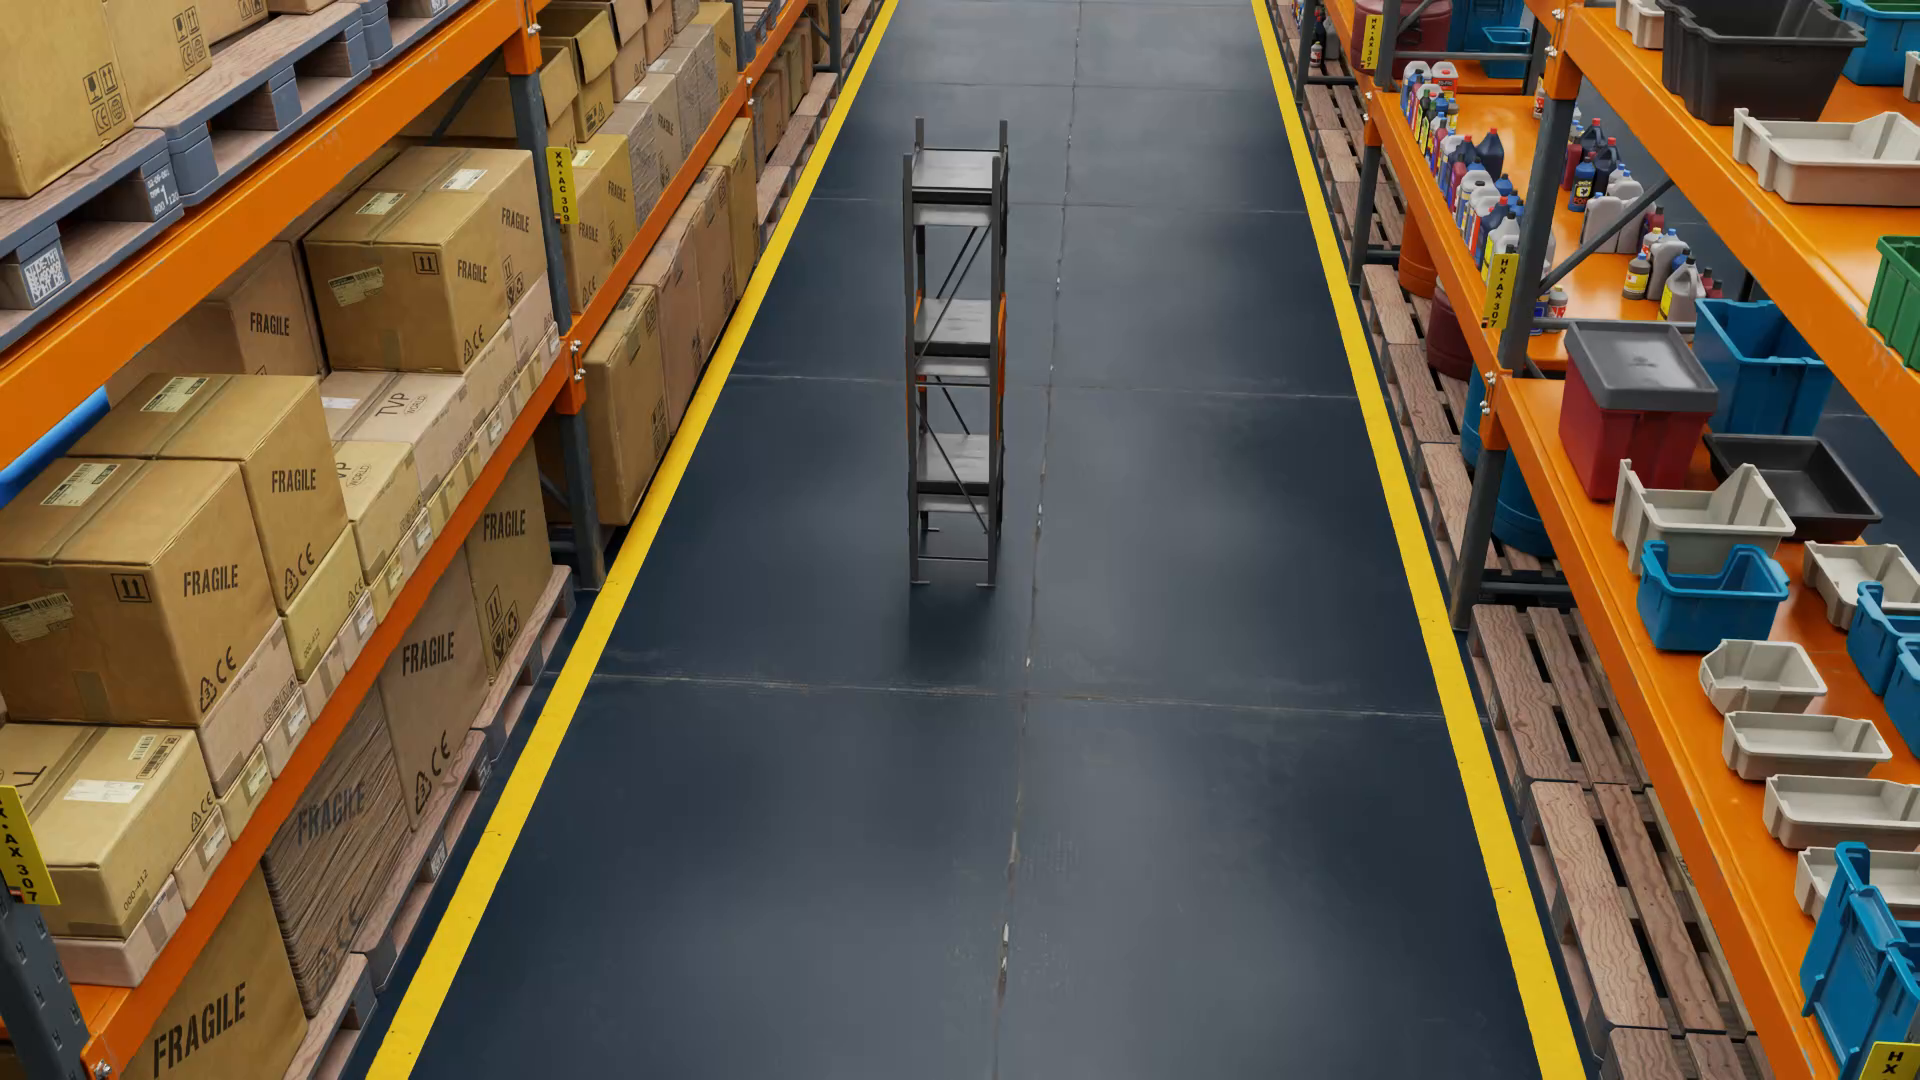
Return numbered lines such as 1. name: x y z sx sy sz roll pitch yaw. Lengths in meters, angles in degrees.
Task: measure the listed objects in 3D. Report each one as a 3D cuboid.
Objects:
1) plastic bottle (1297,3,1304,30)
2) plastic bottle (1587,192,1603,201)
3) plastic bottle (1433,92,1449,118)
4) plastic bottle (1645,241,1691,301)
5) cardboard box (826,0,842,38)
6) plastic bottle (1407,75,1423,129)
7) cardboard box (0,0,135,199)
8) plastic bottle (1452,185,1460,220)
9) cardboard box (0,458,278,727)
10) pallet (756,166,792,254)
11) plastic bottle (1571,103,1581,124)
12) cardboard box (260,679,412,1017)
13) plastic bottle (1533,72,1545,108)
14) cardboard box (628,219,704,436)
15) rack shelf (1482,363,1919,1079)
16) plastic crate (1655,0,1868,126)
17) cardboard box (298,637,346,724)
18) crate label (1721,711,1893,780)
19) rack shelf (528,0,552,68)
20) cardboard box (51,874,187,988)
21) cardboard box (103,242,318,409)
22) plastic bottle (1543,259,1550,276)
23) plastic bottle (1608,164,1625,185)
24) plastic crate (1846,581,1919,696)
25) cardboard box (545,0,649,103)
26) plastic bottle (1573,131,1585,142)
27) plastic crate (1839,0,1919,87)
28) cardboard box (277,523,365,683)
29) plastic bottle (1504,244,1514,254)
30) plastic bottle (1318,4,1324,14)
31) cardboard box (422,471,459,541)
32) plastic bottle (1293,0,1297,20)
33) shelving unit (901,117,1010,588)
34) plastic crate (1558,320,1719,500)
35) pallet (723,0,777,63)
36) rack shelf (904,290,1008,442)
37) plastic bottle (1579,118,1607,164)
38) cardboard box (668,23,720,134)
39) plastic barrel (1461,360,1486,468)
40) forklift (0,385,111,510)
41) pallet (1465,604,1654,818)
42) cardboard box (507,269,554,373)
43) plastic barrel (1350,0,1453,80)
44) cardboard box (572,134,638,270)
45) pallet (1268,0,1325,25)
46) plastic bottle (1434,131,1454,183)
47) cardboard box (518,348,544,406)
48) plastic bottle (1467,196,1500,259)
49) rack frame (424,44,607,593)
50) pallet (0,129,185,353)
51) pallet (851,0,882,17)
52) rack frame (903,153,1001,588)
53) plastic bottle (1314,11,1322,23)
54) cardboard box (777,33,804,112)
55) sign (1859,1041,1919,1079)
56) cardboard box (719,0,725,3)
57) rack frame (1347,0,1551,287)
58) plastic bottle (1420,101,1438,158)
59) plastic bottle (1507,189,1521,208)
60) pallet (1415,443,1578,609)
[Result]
1. plastic bottle: 3.211 -4.897 15.518 0.097 0.271 0.097 0 32 0
2. plastic bottle: 3.130 -1.610 8.193 0.097 0.201 0.097 0 32 0
3. plastic bottle: 2.699 -2.389 9.389 0.097 0.271 0.097 0 32 0
4. plastic bottle: 3.192 -1.232 7.509 0.152 0.276 0.135 2 32 4
5. cardboard box: -1.429 -4.885 15.300 0.500 0.500 0.500 13 34 19
6. plastic bottle: 2.641 -2.528 9.604 0.061 0.283 0.133 2 32 4
7. cardboard box: -2.363 -1.092 3.713 0.700 0.500 0.500 1 32 2
8. plastic bottle: 2.537 -1.712 8.358 0.097 0.201 0.097 0 32 0
9. cardboard box: -2.169 0.129 4.326 0.500 0.500 0.500 2 32 3
10. pallet: -1.801 -2.393 11.931 1.003 0.211 1.213 2 32 4
11. plastic bottle: 3.384 -2.291 9.232 0.097 0.271 0.097 0 32 0
12. cardboard box: -2.471 0.924 5.517 0.875 0.875 0.875 2 32 4
13. plastic bottle: 3.462 -2.680 9.851 0.061 0.283 0.133 2 32 4
14. cardboard box: -2.088 -1.157 8.893 1.225 0.875 0.875 1 32 2
15. rack shelf: 2.582 0.484 5.291 1.077 0.370 4.000 2 32 4
16. plastic crate: 2.370 -1.452 5.012 0.497 0.269 0.590 2 32 4
17. cardboard box: -2.078 0.410 4.965 0.380 0.149 0.250 2 32 3
18. crate label: 2.341 0.578 4.647 0.396 0.136 0.243 2 32 4
19. rack shelf: -2.029 -3.096 8.242 1.077 0.370 4.000 2 32 4
20. cardboard box: -2.160 0.947 4.093 0.380 0.149 0.250 3 32 5
21. cardboard box: -2.571 -0.693 5.660 0.500 0.500 0.500 1 32 2
22. plastic bottle: 2.610 -1.199 7.526 0.097 0.201 0.097 0 32 0
23. plastic bottle: 3.301 -1.755 8.361 0.097 0.271 0.097 0 32 0
24. plastic crate: 2.899 0.309 4.992 0.416 0.233 0.300 2 32 4
25. cardboard box: -2.046 -2.568 8.506 0.797 0.503 0.637 3 32 6
26. plastic bottle: 3.361 -2.109 9.002 0.097 0.201 0.097 0 32 0
27. plastic crate: 2.989 -1.584 5.262 0.416 0.233 0.300 2 32 4
28. cardboard box: -2.129 0.175 4.966 0.500 0.250 0.500 1 32 2
29. plastic bottle: 2.428 -1.161 7.387 0.061 0.283 0.133 2 32 4
30. plastic bottle: 3.326 -4.781 15.319 0.061 0.283 0.133 2 32 4
31. cardboard box: -1.995 -0.127 5.837 0.380 0.149 0.250 2 32 3
32. plastic bottle: 3.227 -5.122 15.871 0.061 0.283 0.133 3 32 5
33. shelving unit: -0.013 -0.807 7.559 0.431 2.100 0.503 2 32 4
34. plastic crate: 2.422 -0.465 6.027 0.402 0.464 0.583 2 32 4
35. pallet: -1.914 -3.467 11.199 1.213 0.211 1.003 2 32 4
36. rack shelf: -0.013 -0.796 7.566 0.431 0.518 0.480 2 32 4
37. plastic bottle: 3.315 -2.030 8.732 0.144 0.351 0.185 2 32 4
38. cardboard box: -1.706 -2.685 9.652 0.500 0.500 0.500 2 32 4
39. plastic barrel: 2.863 -0.808 8.301 0.600 0.901 0.708 2 32 4
40. forklift: -5.239 -0.938 6.978 3.031 2.935 1.130 3 32 5
41. pallet: 2.723 0.705 6.905 1.003 0.211 1.213 2 32 4
42. cardboard box: -1.966 -0.900 6.711 0.500 0.250 0.500 2 32 3
43. plastic barrel: 2.806 -3.273 10.573 0.600 0.536 0.708 2 32 4
44. cardboard box: -1.865 -1.615 7.916 0.500 0.500 0.500 3 32 4
45. pallet: 3.691 -5.490 16.957 1.003 0.211 1.213 2 32 4
46. plastic bottle: 2.582 -2.029 8.806 0.097 0.271 0.097 0 32 0
47. cardboard box: -1.911 -0.664 6.709 0.380 0.149 0.250 3 32 5
48. plastic bottle: 2.525 -1.490 7.927 0.152 0.276 0.135 2 32 4
49. rack frame: -2.192 -1.080 7.143 1.000 3.000 0.127 2 32 4
50. pallet: -2.468 -0.616 3.615 1.003 0.211 1.213 2 32 4
51. pallet: -1.323 -5.704 17.305 1.003 0.211 1.213 2 32 4
52. rack frame: -0.033 -0.680 7.352 0.400 2.100 0.015 2 32 4
53. plastic bottle: 3.177 -4.560 14.896 0.144 0.351 0.185 1 32 2
54. cardboard box: -1.670 -3.817 13.548 0.700 0.500 0.500 2 32 4
55. sign: 1.869 1.139 3.387 0.100 0.325 0.005 2 32 4
56. cardboard box: -1.916 -3.973 11.342 0.700 0.500 0.500 7 32 11
57. rack frame: 3.070 -2.960 10.194 1.000 3.000 0.127 2 32 4
58. plastic bottle: 2.600 -2.267 9.181 0.061 0.283 0.133 2 32 4
59. plastic bottle: 2.662 -1.563 8.049 0.097 0.271 0.097 0 32 0
60. pallet: 2.849 -0.083 8.183 1.003 0.211 1.213 2 32 4
